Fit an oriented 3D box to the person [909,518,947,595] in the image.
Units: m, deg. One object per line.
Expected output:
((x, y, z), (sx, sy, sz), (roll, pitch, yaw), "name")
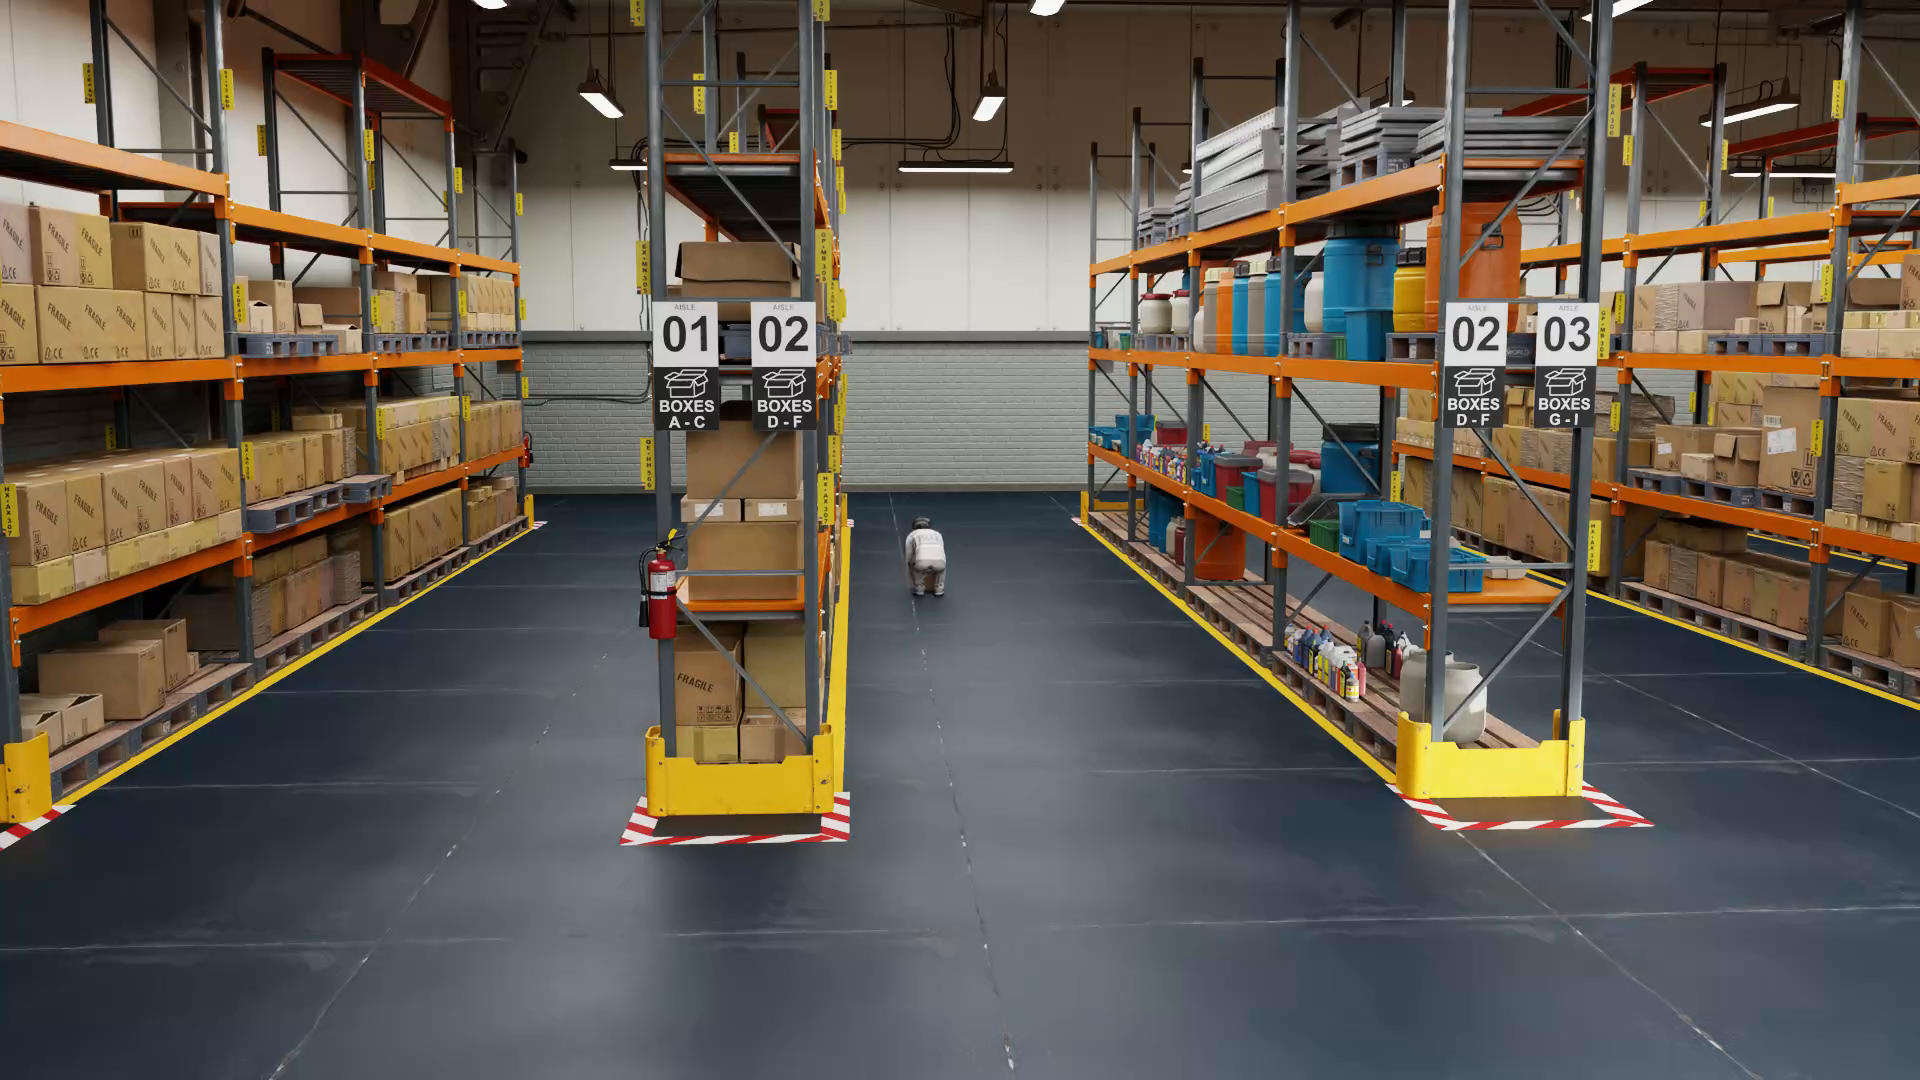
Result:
((-0.374, 0.174, 19.469), (0.438, 0.903, 0.881), (-1, 7, -7), "person")
